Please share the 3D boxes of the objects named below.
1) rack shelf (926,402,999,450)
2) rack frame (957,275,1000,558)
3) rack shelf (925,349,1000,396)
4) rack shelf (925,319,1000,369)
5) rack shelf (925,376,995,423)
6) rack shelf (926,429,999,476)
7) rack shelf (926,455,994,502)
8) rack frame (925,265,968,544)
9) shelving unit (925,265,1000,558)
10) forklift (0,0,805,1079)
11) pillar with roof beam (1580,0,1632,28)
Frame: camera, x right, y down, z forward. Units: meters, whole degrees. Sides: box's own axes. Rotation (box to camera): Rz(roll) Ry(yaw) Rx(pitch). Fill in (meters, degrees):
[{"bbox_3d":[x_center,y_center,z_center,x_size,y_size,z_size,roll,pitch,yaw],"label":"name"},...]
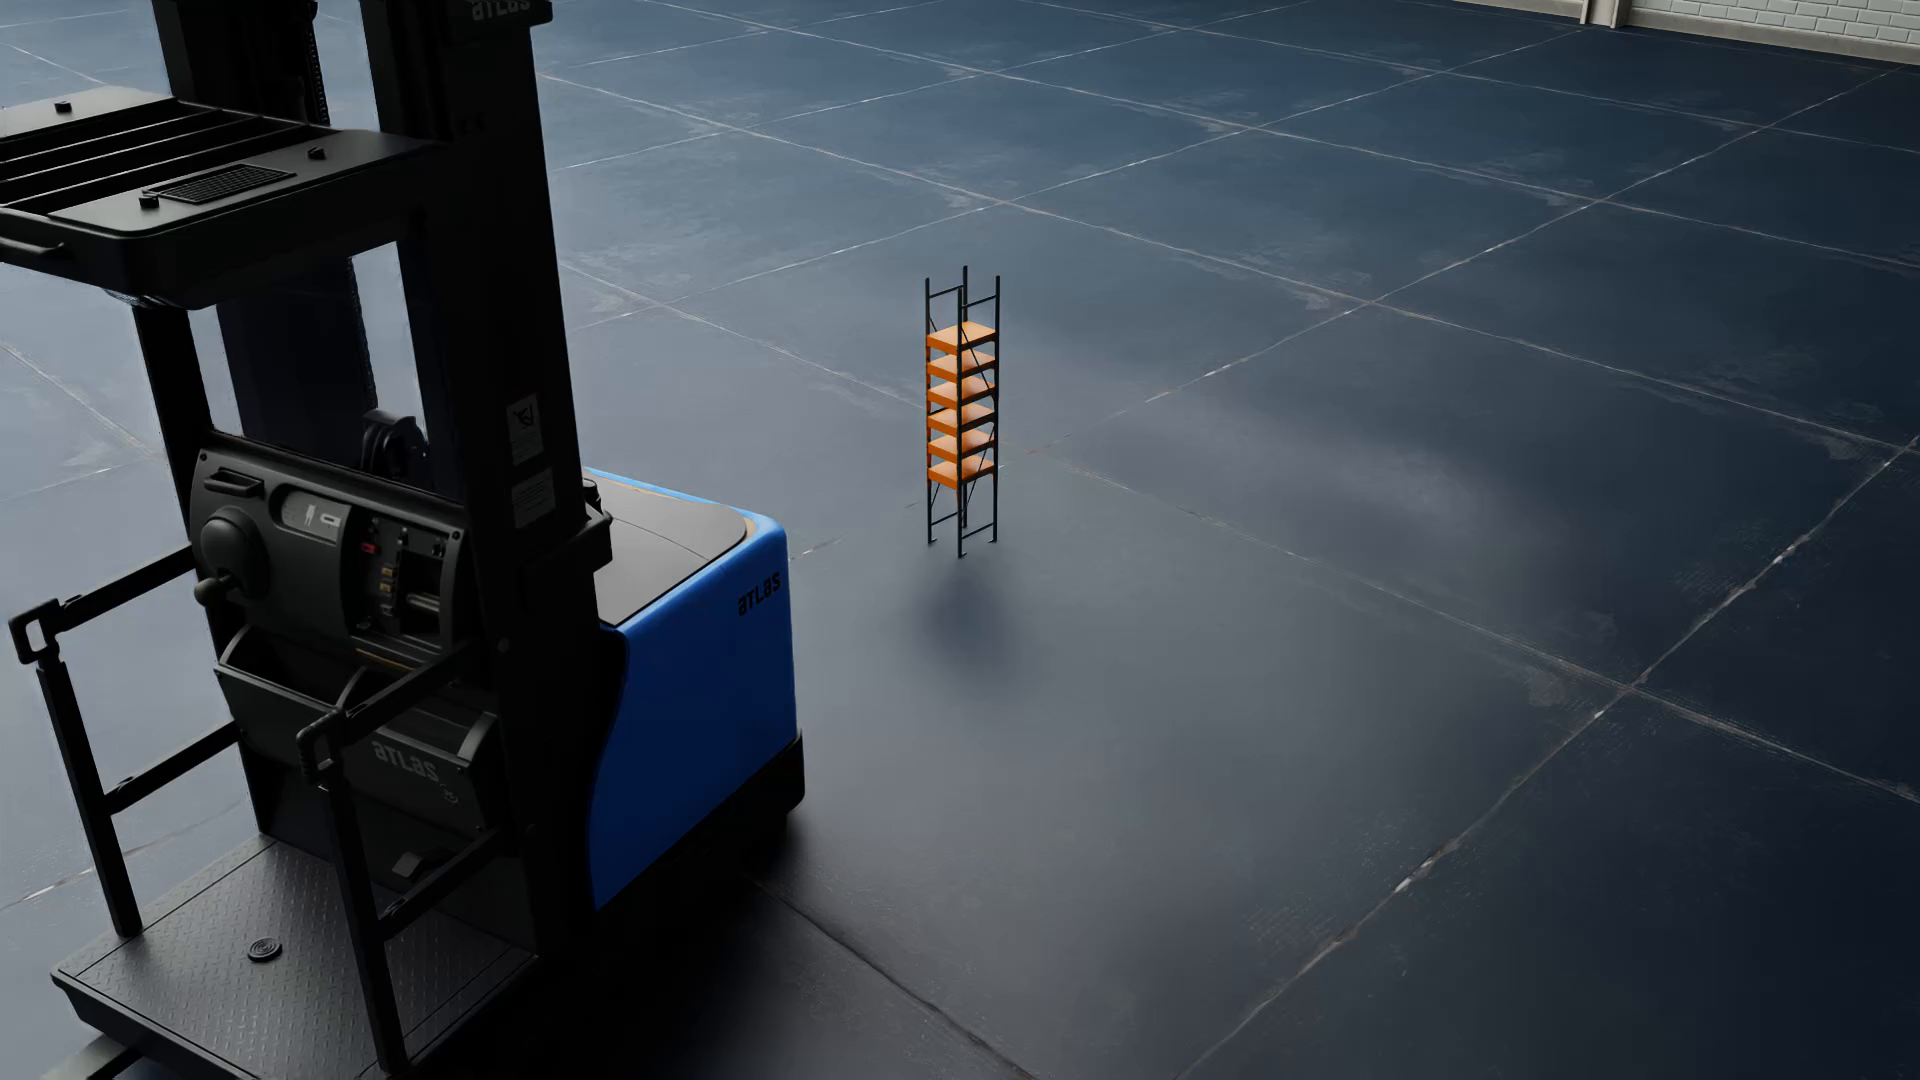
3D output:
[{"bbox_3d":[0.010,-0.487,6.982,0.180,0.103,0.258,25,36,38],"label":"rack shelf"},{"bbox_3d":[0.076,-0.496,6.905,0.006,1.200,0.240,25,36,38],"label":"rack frame"},{"bbox_3d":[0.010,-0.699,6.871,0.180,0.103,0.258,25,36,38],"label":"rack shelf"},{"bbox_3d":[0.010,-0.806,6.815,0.180,0.103,0.258,25,36,38],"label":"rack shelf"},{"bbox_3d":[0.010,-0.593,6.927,0.180,0.103,0.258,25,36,38],"label":"rack shelf"},{"bbox_3d":[0.010,-0.381,7.038,0.180,0.103,0.258,25,36,38],"label":"rack shelf"},{"bbox_3d":[0.010,-0.275,7.094,0.180,0.103,0.258,25,36,38],"label":"rack shelf"},{"bbox_3d":[-0.055,-0.556,7.019,0.006,1.200,0.240,25,36,38],"label":"rack frame"},{"bbox_3d":[0.010,-0.526,6.962,0.189,1.200,0.258,25,36,38],"label":"shelving unit"},{"bbox_3d":[-1.678,0.077,3.954,1.130,2.935,3.031,15,31,26],"label":"forklift"},{"bbox_3d":[3.834,-8.049,12.889,0.400,9.000,9.100,25,36,38],"label":"pillar with roof beam"}]
